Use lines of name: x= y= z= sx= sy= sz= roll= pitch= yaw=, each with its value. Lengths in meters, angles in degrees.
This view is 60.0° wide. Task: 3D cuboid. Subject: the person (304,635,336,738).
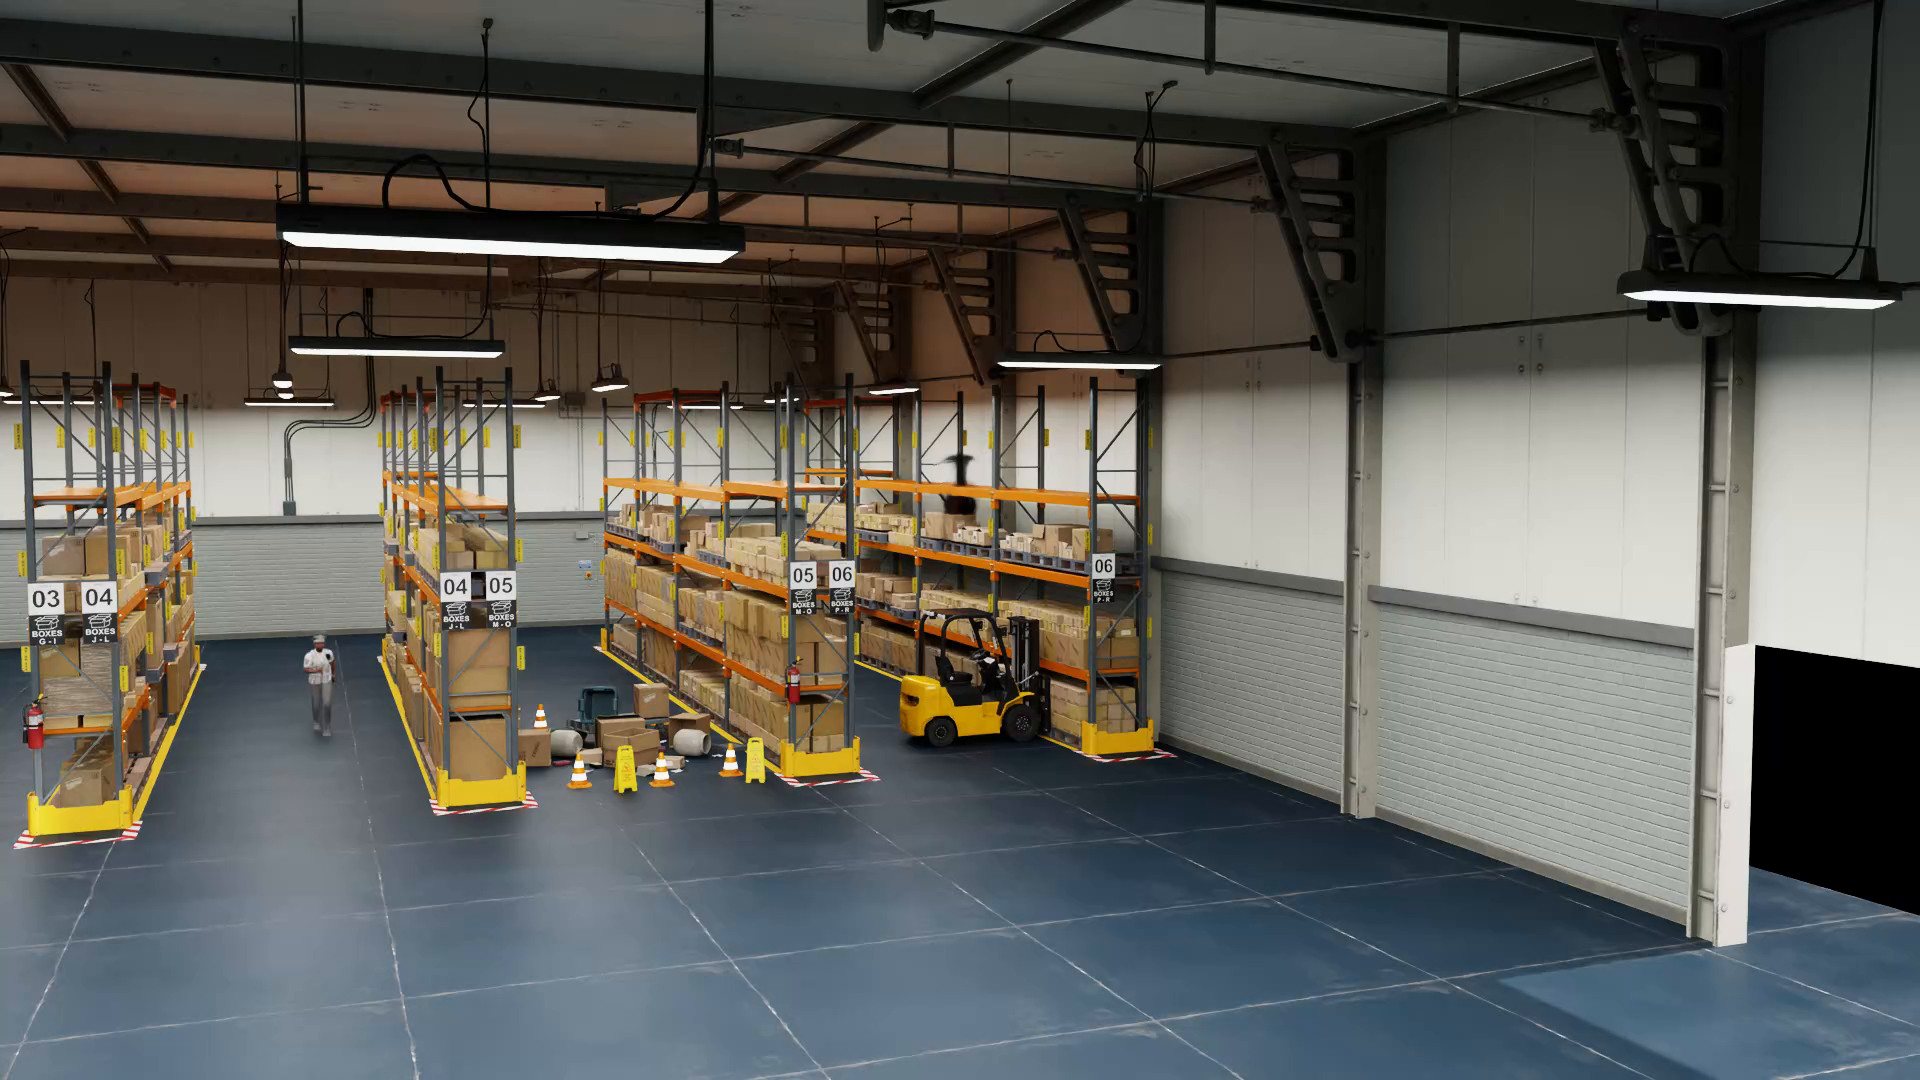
person: x=-10.841 y=2.463 z=28.185 sx=0.519 sy=1.749 sz=0.847 roll=-2 pitch=4 yaw=-24
